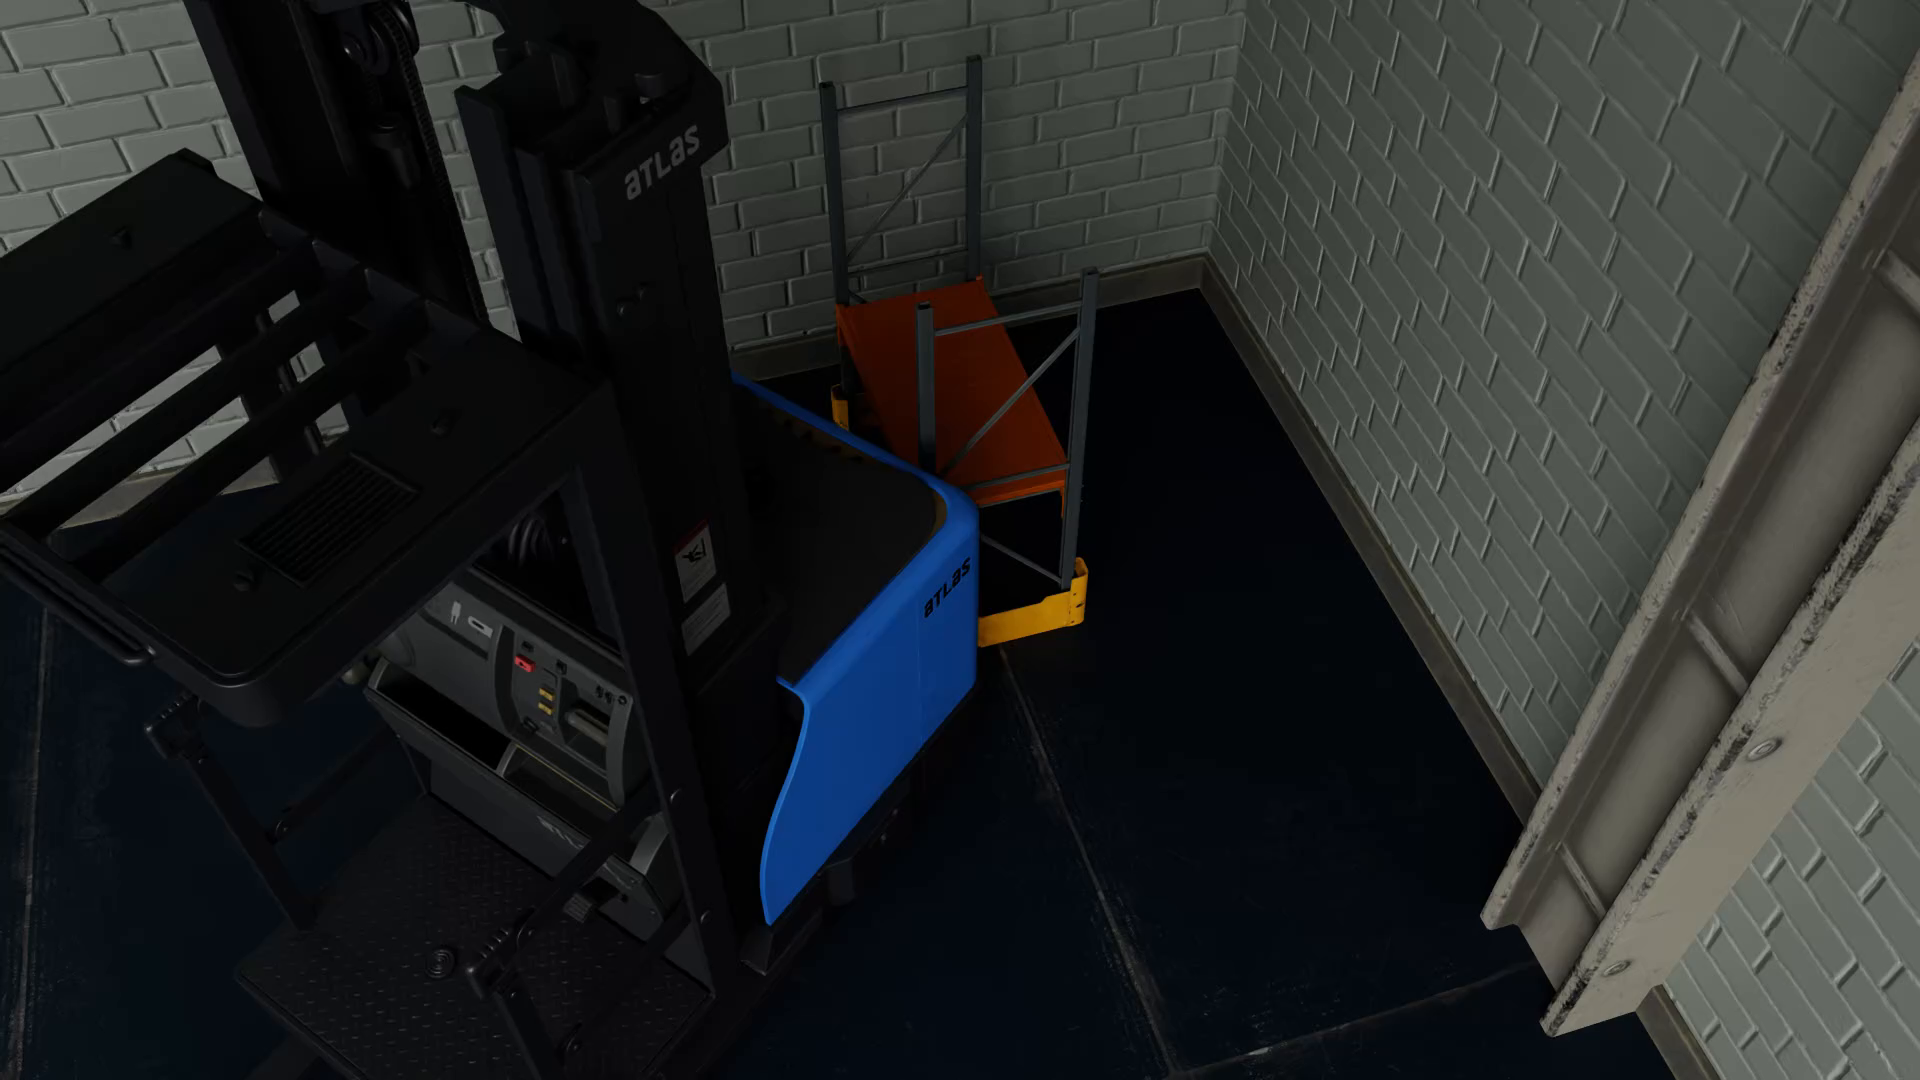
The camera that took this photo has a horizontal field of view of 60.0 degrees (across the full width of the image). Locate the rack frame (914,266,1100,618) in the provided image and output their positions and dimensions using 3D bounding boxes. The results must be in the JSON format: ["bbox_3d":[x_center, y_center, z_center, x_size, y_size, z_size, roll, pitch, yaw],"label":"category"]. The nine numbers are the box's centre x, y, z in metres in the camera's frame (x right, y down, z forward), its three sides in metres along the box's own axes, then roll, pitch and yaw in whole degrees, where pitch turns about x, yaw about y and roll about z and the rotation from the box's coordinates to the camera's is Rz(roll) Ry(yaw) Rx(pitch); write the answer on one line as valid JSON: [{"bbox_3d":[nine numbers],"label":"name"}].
[{"bbox_3d":[0.125,-0.174,4.916,0.500,1.500,0.032,-13,51,-11],"label":"rack frame"}]

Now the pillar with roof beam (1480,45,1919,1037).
[{"bbox_3d":[-2.399,-0.732,0.481,9.100,9.000,0.400,-13,51,-11],"label":"pillar with roof beam"}]

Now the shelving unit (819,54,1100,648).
[{"bbox_3d":[-0.023,-0.539,5.224,0.587,1.500,1.083,-13,51,-11],"label":"shelving unit"}]

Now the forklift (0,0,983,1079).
[{"bbox_3d":[-1.188,0.354,3.535,1.130,2.935,3.031,28,55,22],"label":"forklift"}]

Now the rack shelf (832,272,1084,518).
[{"bbox_3d":[-0.025,-0.430,5.367,0.538,0.185,1.000,-13,51,-11],"label":"rack shelf"}]

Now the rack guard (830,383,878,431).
[{"bbox_3d":[-0.170,-0.500,6.008,0.587,0.250,0.087,-13,51,-11],"label":"rack guard"}]

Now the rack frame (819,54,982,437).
[{"bbox_3d":[-0.176,-0.917,5.542,0.500,1.500,0.032,-13,51,-11],"label":"rack frame"}]

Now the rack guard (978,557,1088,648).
[{"bbox_3d":[0.125,0.227,5.395,0.587,0.250,0.087,-13,51,-11],"label":"rack guard"}]
